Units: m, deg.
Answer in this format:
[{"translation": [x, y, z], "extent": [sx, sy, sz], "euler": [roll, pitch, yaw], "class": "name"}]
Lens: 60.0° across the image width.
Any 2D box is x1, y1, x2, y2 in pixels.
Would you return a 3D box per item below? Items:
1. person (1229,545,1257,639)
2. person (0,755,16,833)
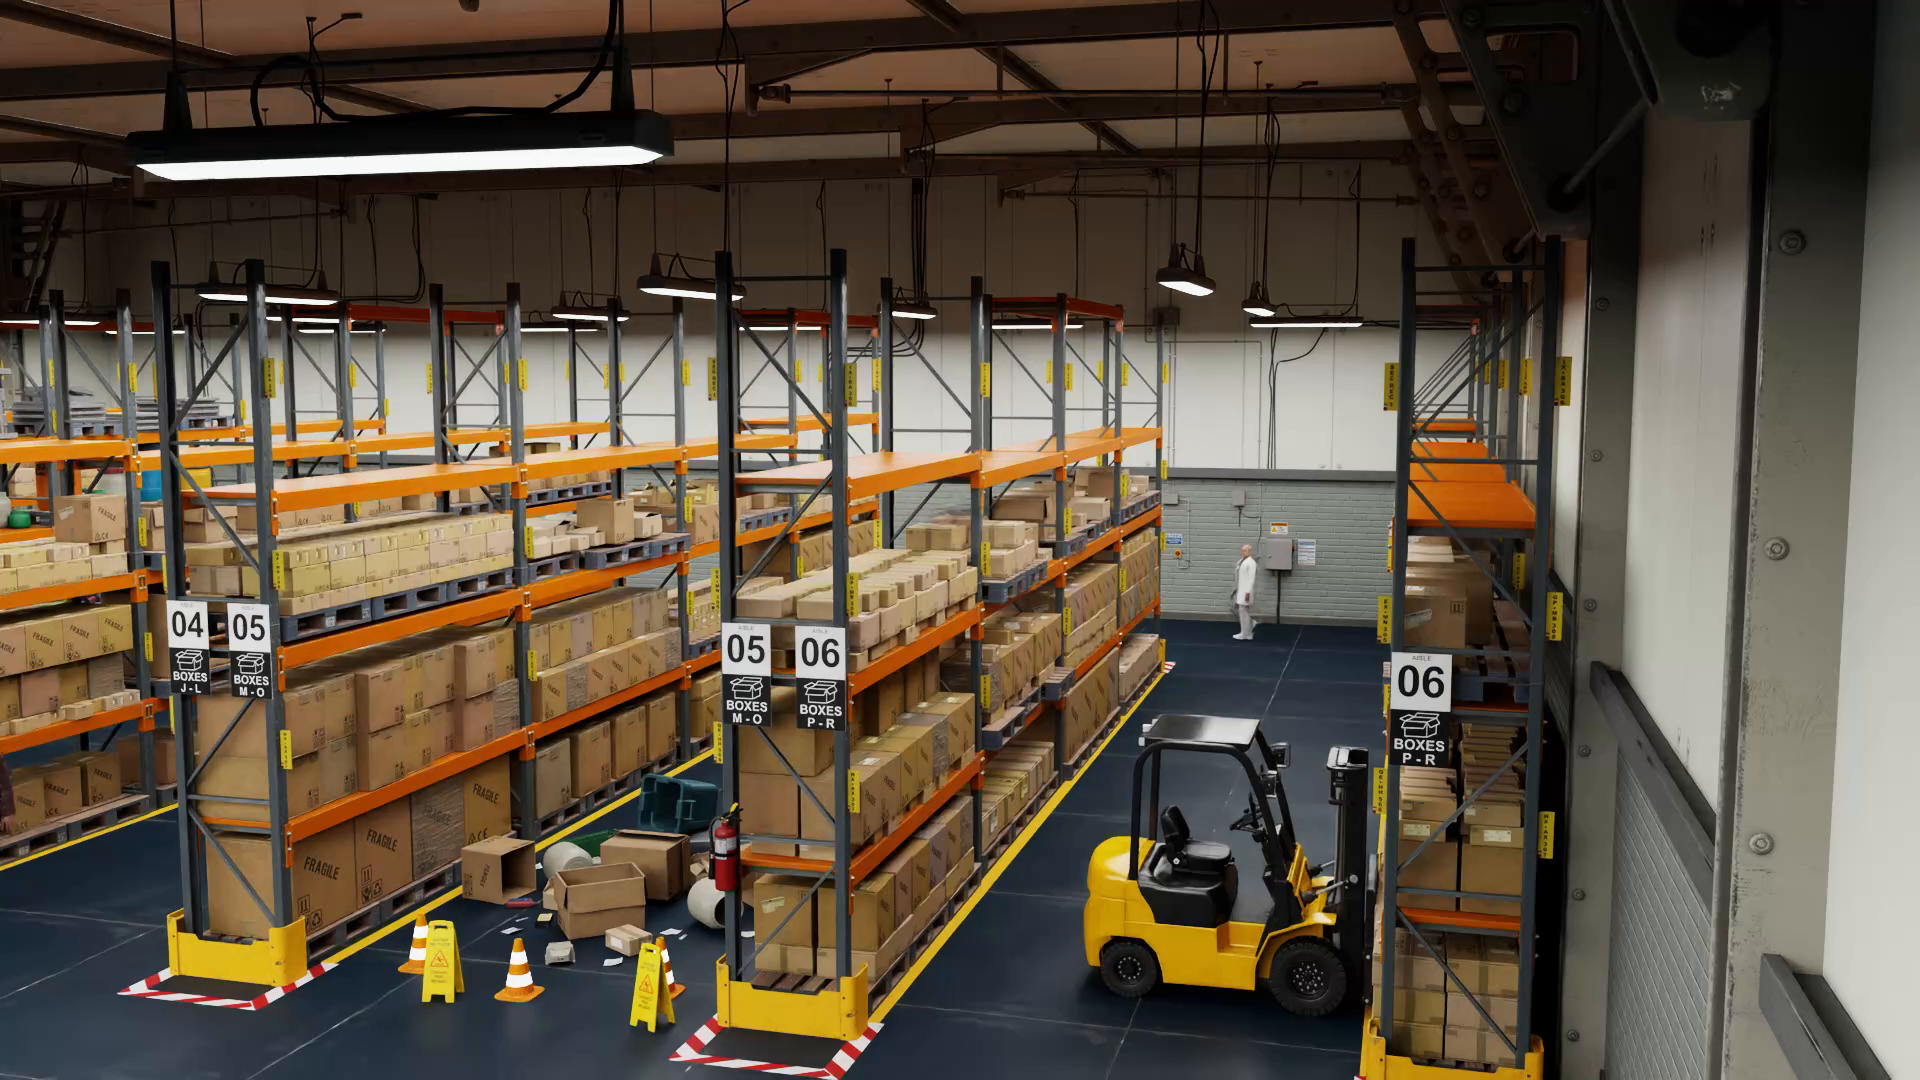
[{"translation": [5.328, 0.969, 31.146], "extent": [0.540, 1.778, 0.622], "euler": [-1, 6, -5], "class": "person"}, {"translation": [-9.253, 2.649, 15.580], "extent": [0.606, 1.812, 0.721], "euler": [0, 6, 2], "class": "person"}]
